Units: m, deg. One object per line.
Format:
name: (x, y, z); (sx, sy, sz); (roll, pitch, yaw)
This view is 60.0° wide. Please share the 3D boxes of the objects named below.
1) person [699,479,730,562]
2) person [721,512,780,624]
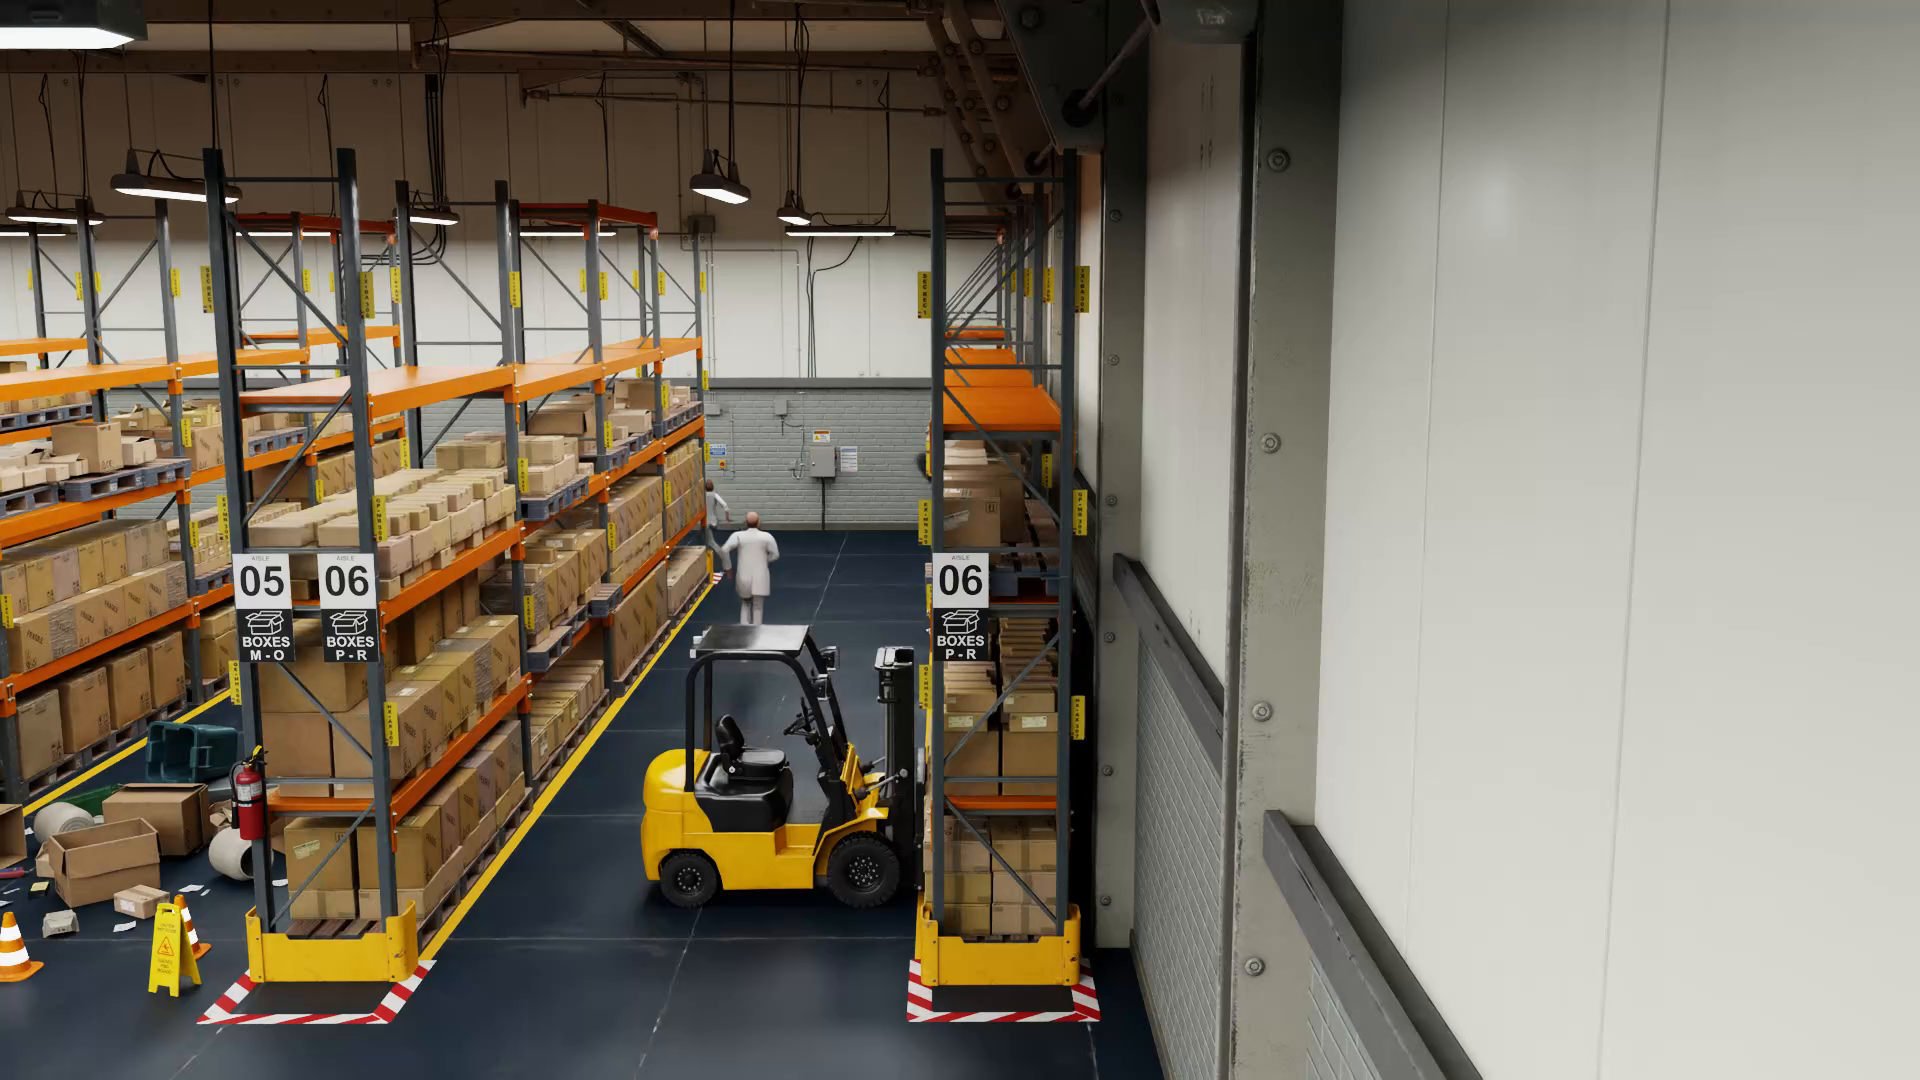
person: (-4.365, -0.270, 29.156); (0.588, 1.602, 0.745); (-5, 10, -27)
person: (-2.743, 0.540, 21.914); (0.741, 1.848, 0.730); (0, 9, 0)
